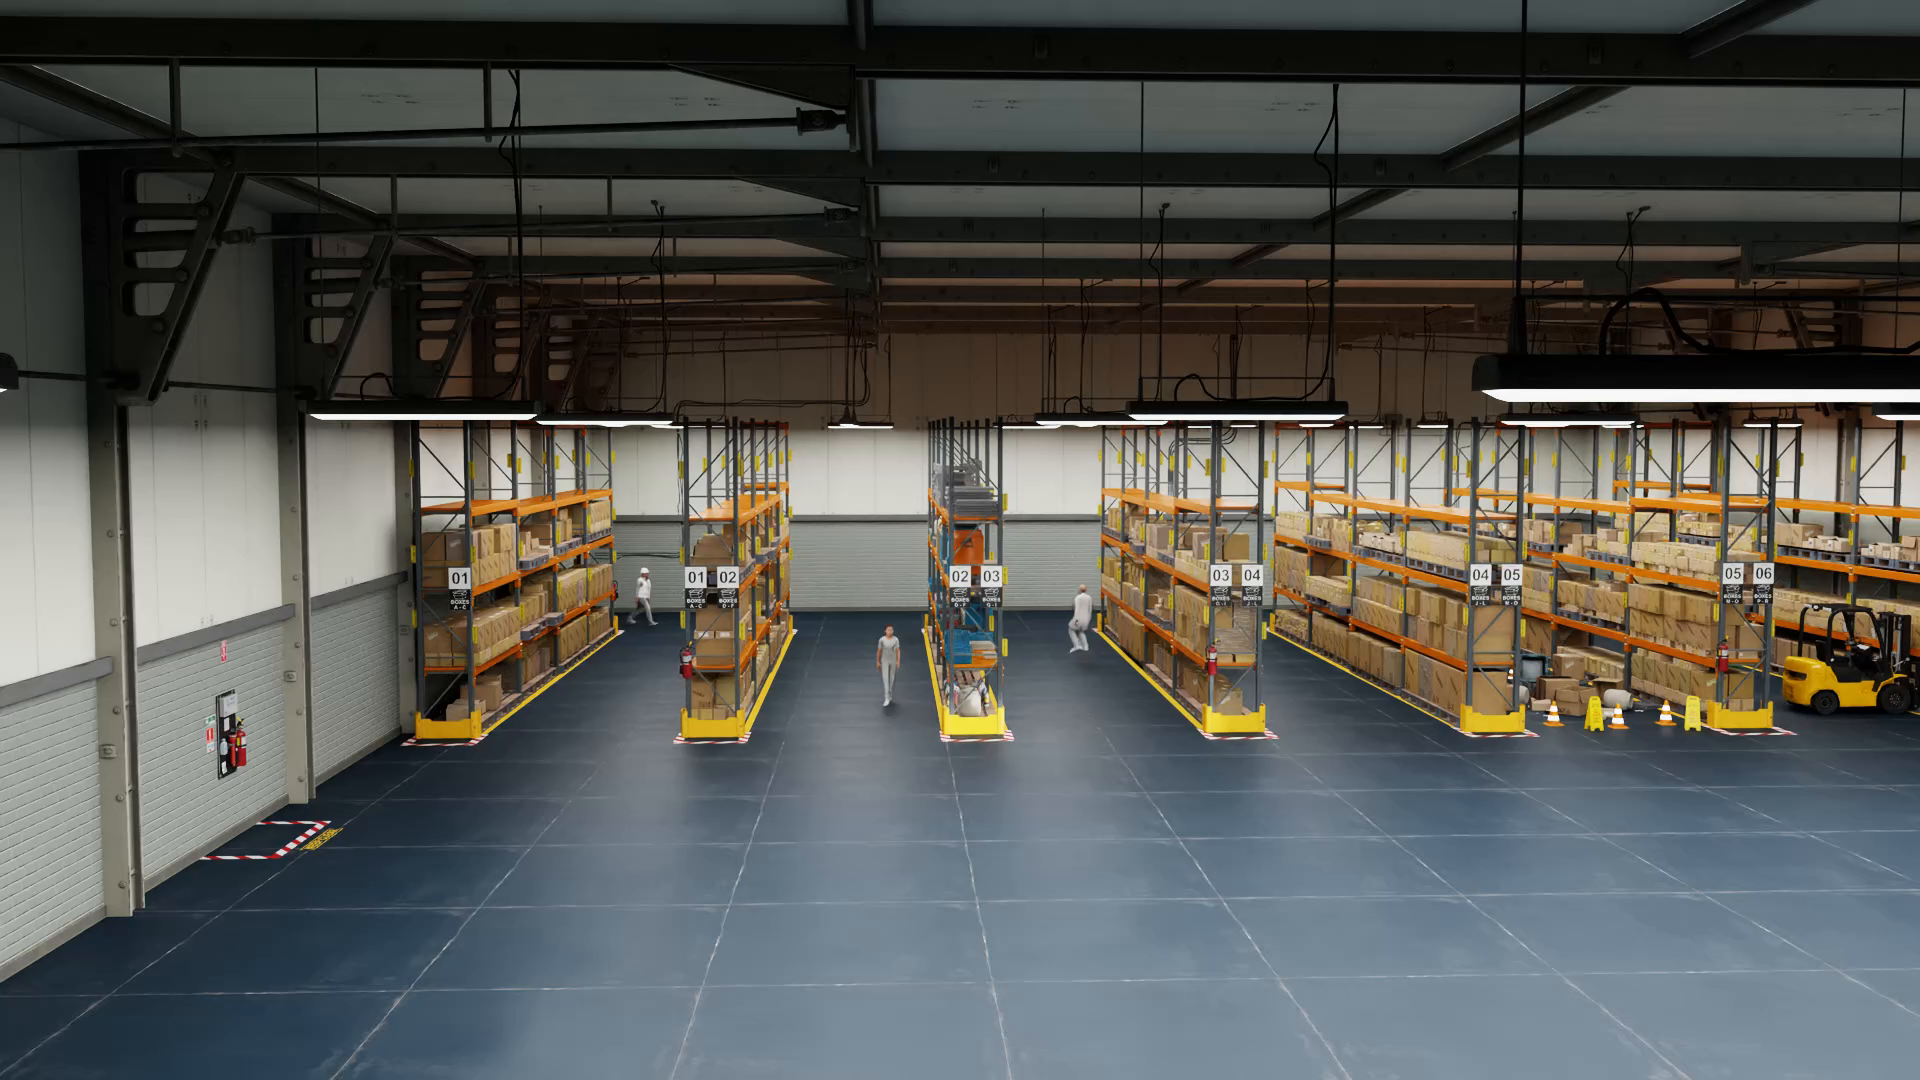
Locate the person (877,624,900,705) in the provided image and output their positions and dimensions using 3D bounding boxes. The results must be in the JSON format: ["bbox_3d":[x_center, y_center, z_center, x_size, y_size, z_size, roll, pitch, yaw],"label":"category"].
[{"bbox_3d":[-1.479,2.597,35.033,0.471,1.640,0.837,-1,4,-20],"label":"person"}]

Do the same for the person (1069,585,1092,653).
[{"bbox_3d":[3.047,1.966,41.402,0.593,1.710,0.642,-2,4,-23],"label":"person"}]

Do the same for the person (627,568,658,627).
[{"bbox_3d":[-9.342,1.675,48.993,1.106,1.718,0.532,1,4,15],"label":"person"}]

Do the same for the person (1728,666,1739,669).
[{"bbox_3d":[16.642,2.545,35.984,0.629,1.676,0.789,0,4,-1],"label":"person"}]
